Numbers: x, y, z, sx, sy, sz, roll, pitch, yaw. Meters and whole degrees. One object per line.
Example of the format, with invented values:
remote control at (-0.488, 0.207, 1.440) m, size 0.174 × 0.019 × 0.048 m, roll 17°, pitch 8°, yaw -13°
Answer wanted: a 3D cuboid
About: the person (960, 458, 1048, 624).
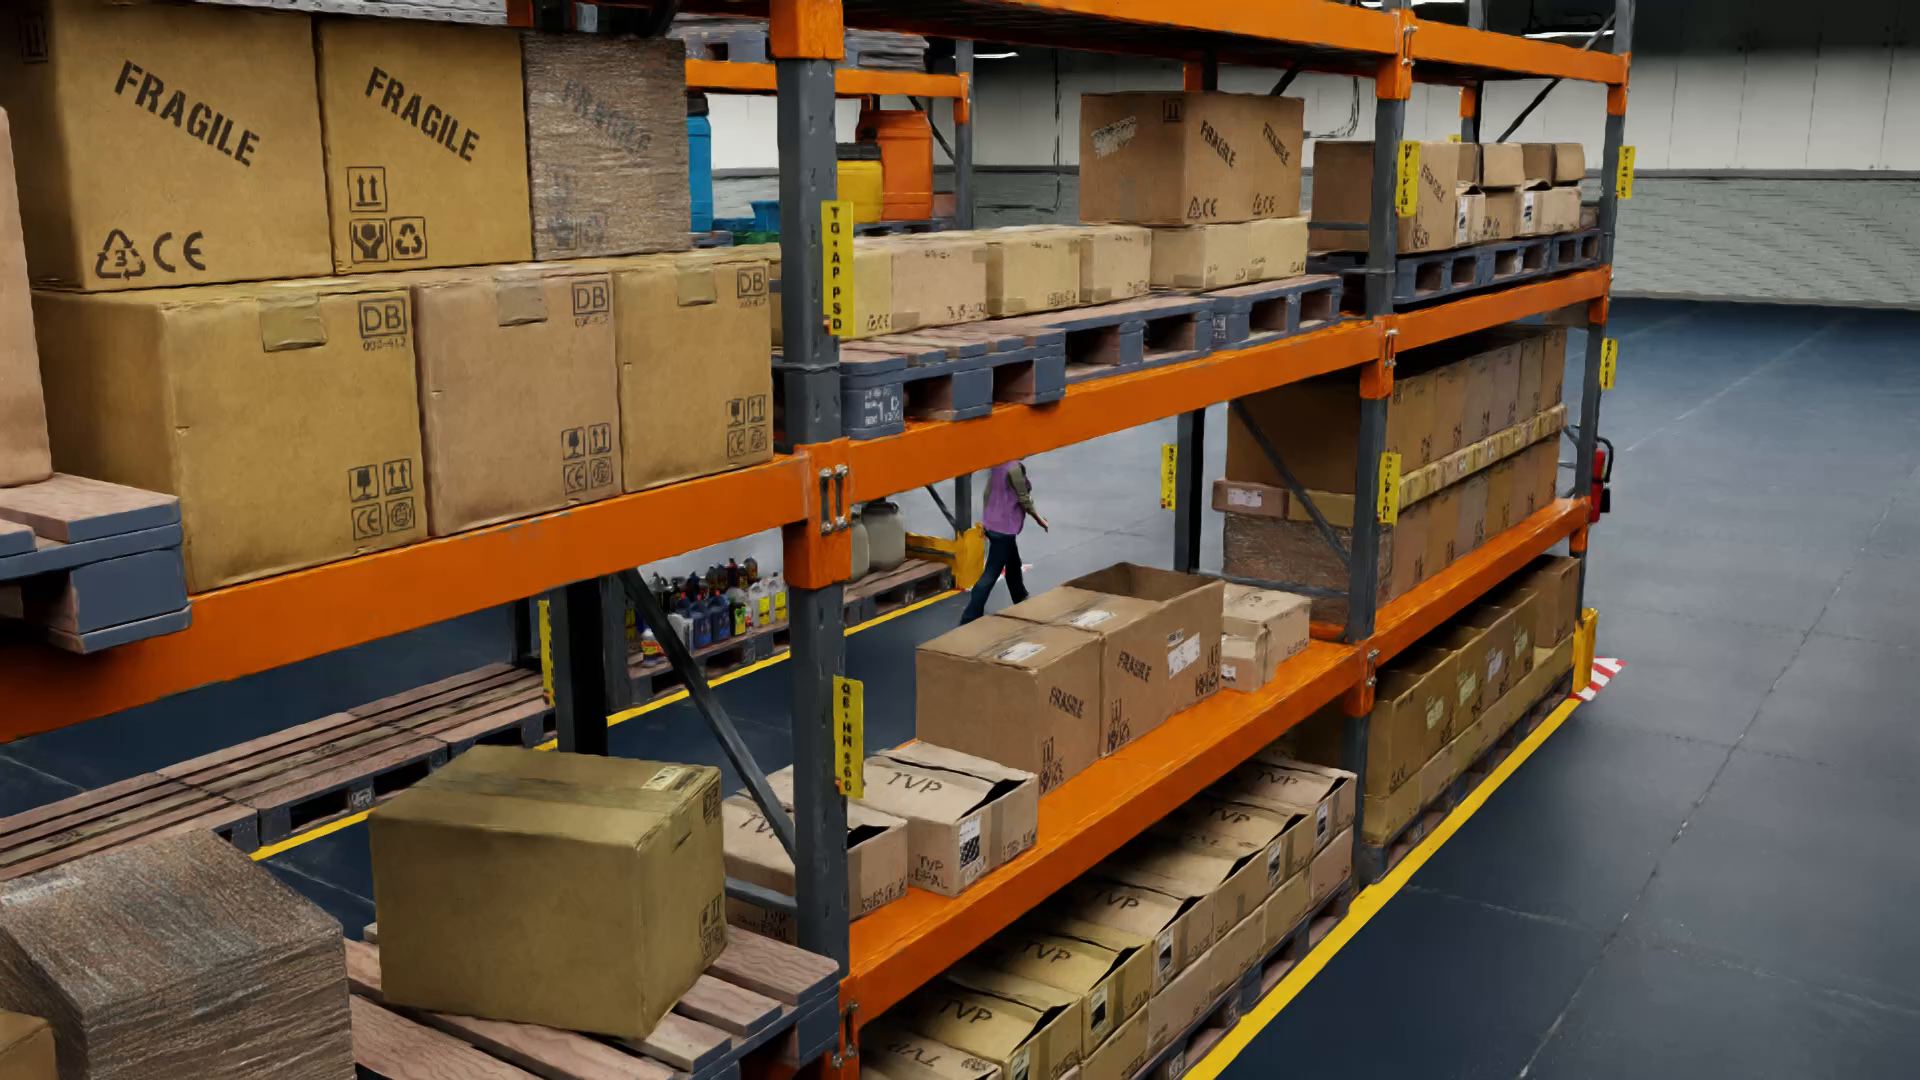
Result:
person at (0.379, -0.086, 12.405) m, size 0.832 × 1.536 × 0.458 m, roll -5°, pitch 14°, yaw -19°
